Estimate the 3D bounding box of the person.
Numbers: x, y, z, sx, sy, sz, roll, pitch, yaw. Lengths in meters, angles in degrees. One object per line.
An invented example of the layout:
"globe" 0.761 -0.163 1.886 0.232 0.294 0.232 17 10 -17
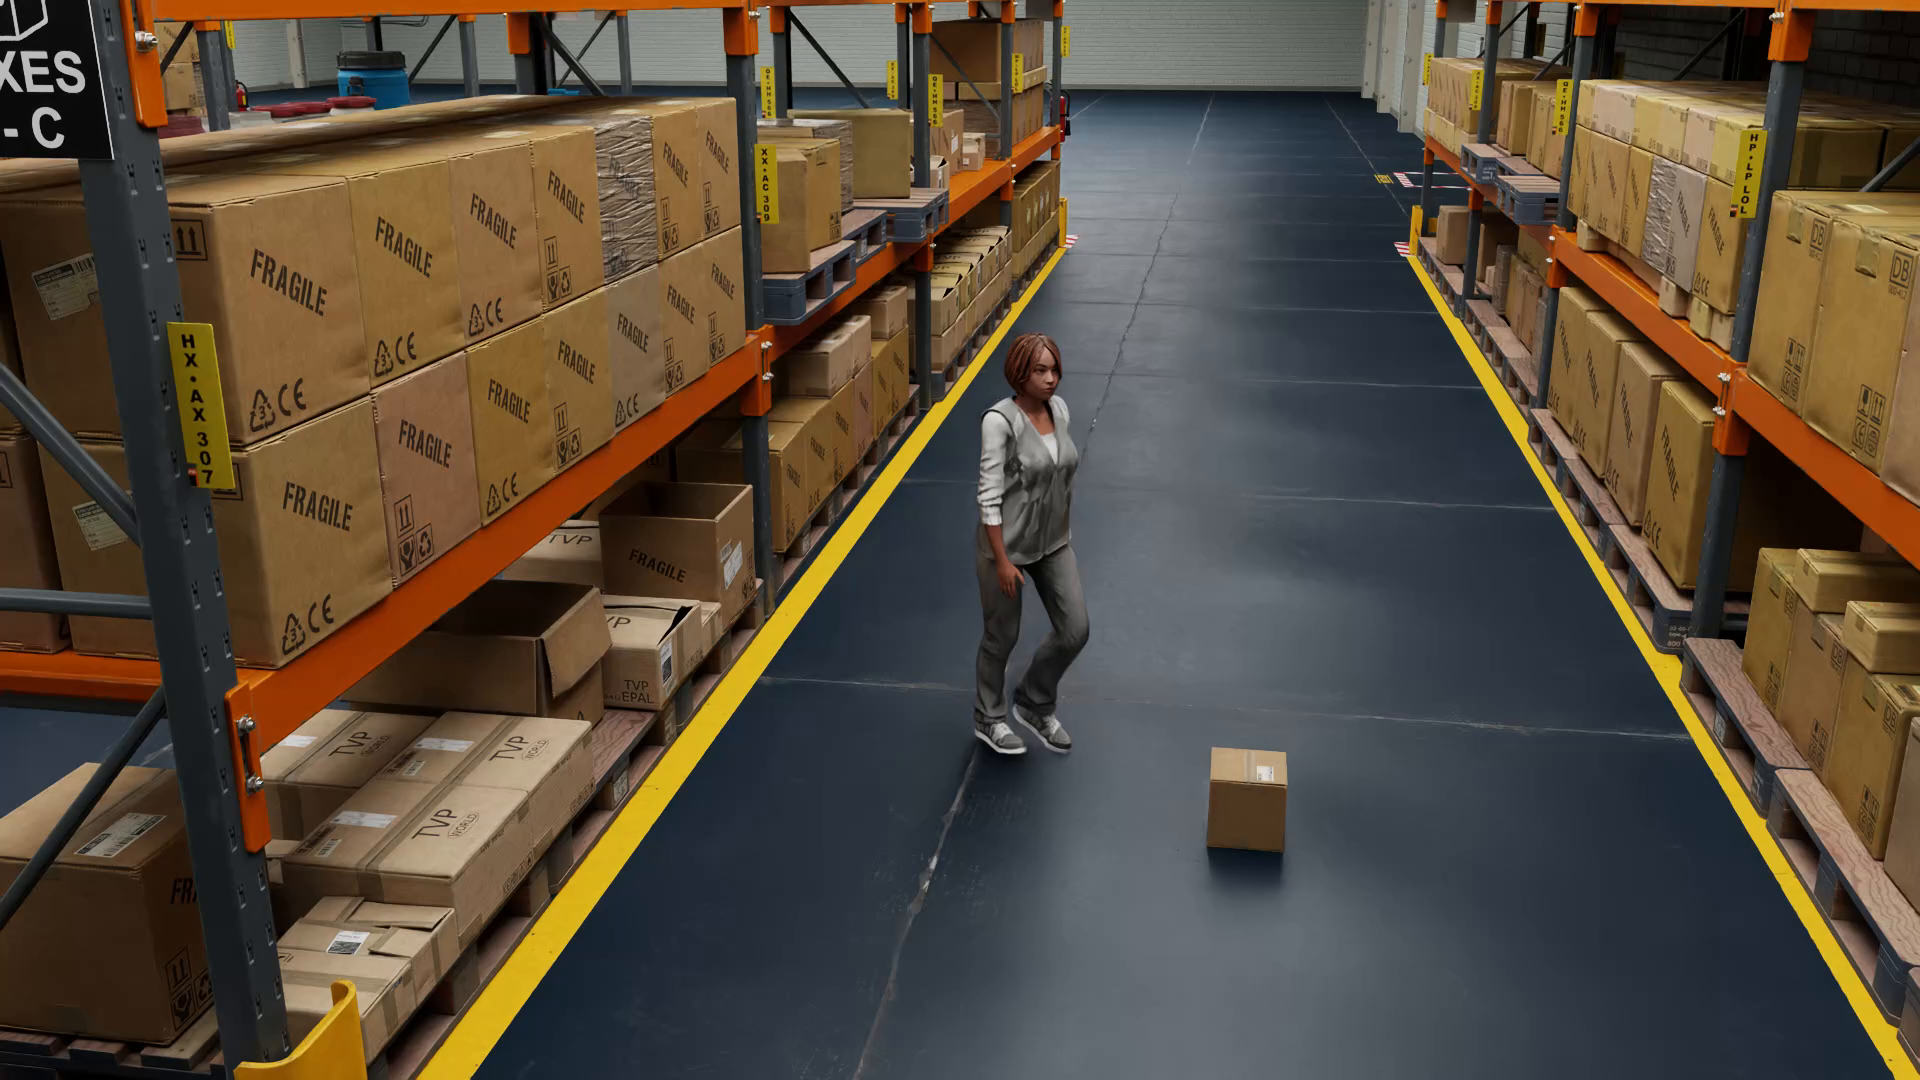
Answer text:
"person" 0.212 0.039 5.915 0.428 1.594 0.476 -12 22 -33
